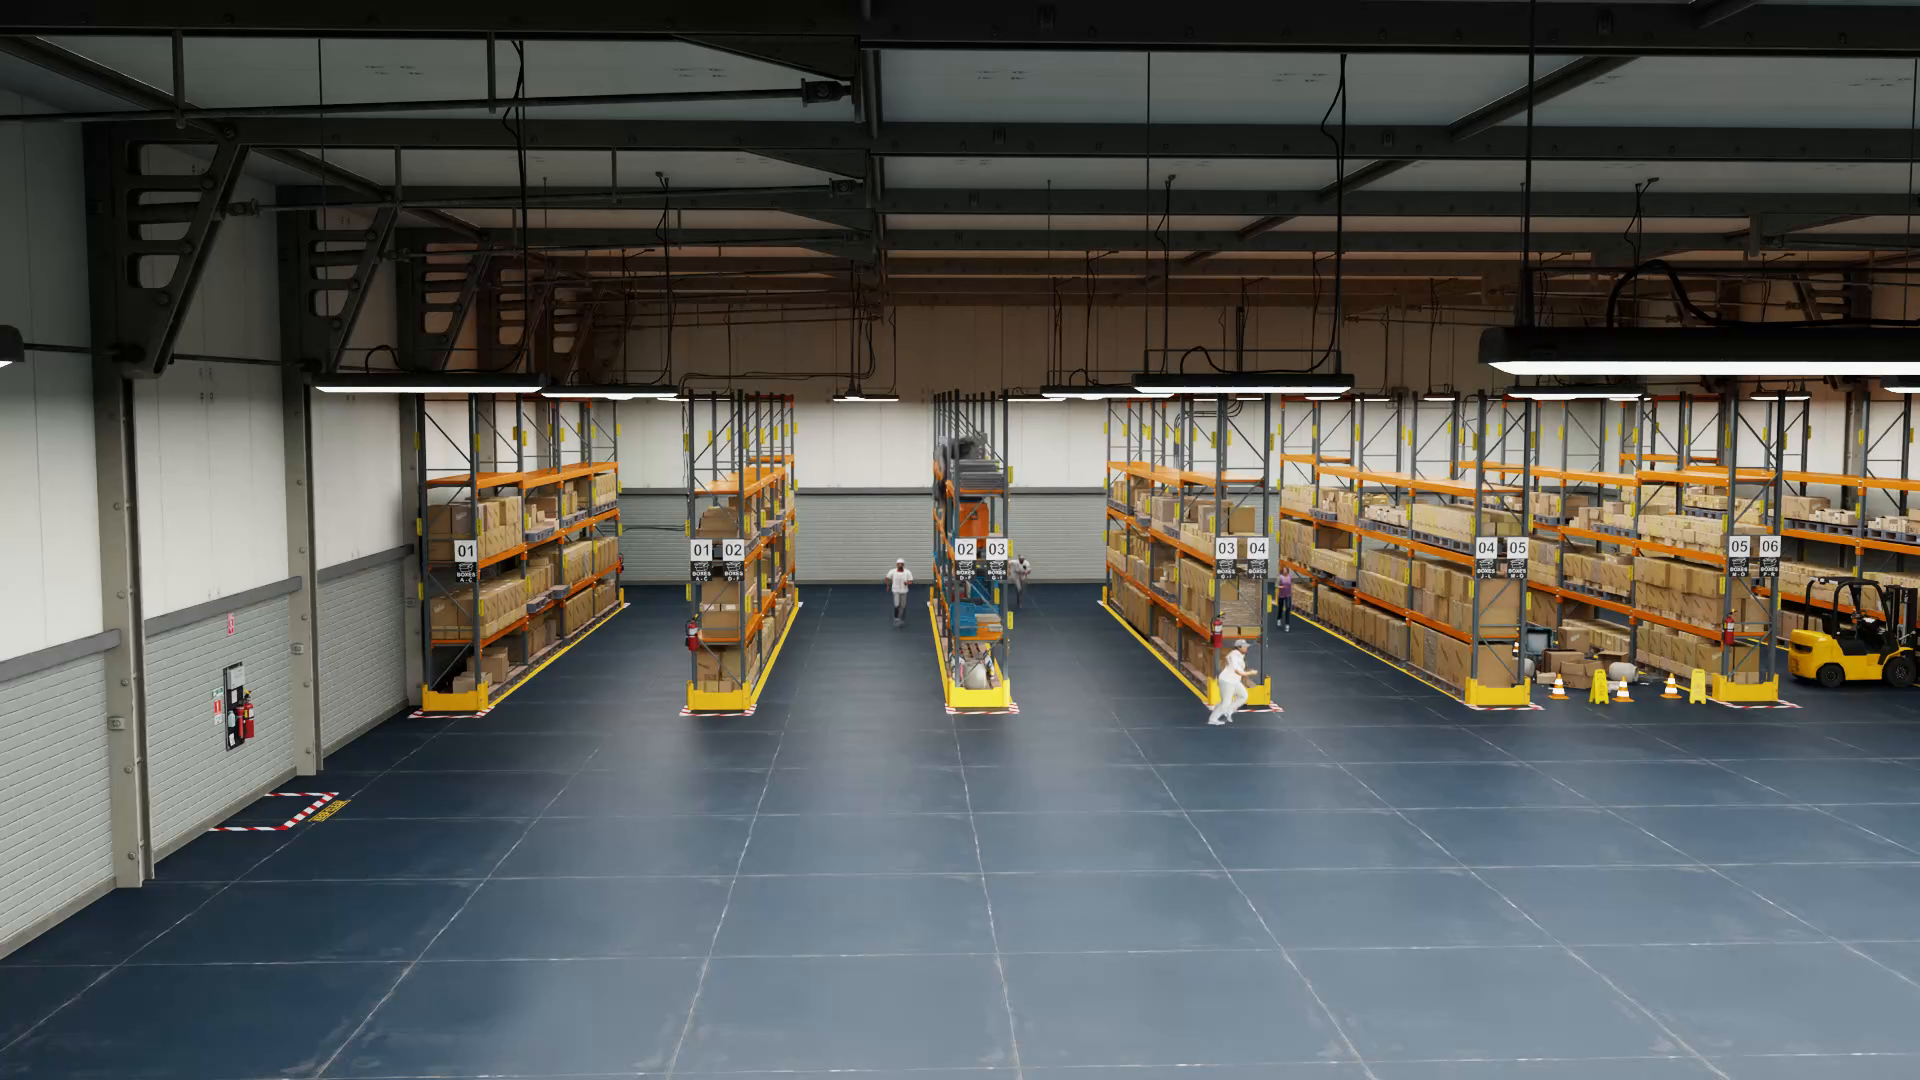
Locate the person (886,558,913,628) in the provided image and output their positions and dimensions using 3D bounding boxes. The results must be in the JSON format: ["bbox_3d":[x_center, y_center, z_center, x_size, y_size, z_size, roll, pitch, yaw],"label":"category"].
[{"bbox_3d":[-1.540,1.365,42.690,0.680,1.789,0.724,-1,5,-8],"label":"person"}]

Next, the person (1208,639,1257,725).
[{"bbox_3d":[4.864,2.525,29.615,0.865,1.554,0.603,2,5,19],"label":"person"}]

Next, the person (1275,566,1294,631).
[{"bbox_3d":[8.241,1.454,42.260,0.538,1.609,0.861,0,5,-1],"label":"person"}]

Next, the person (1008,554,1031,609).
[{"bbox_3d":[1.663,1.156,46.814,0.611,1.616,0.966,-1,5,-7],"label":"person"}]
